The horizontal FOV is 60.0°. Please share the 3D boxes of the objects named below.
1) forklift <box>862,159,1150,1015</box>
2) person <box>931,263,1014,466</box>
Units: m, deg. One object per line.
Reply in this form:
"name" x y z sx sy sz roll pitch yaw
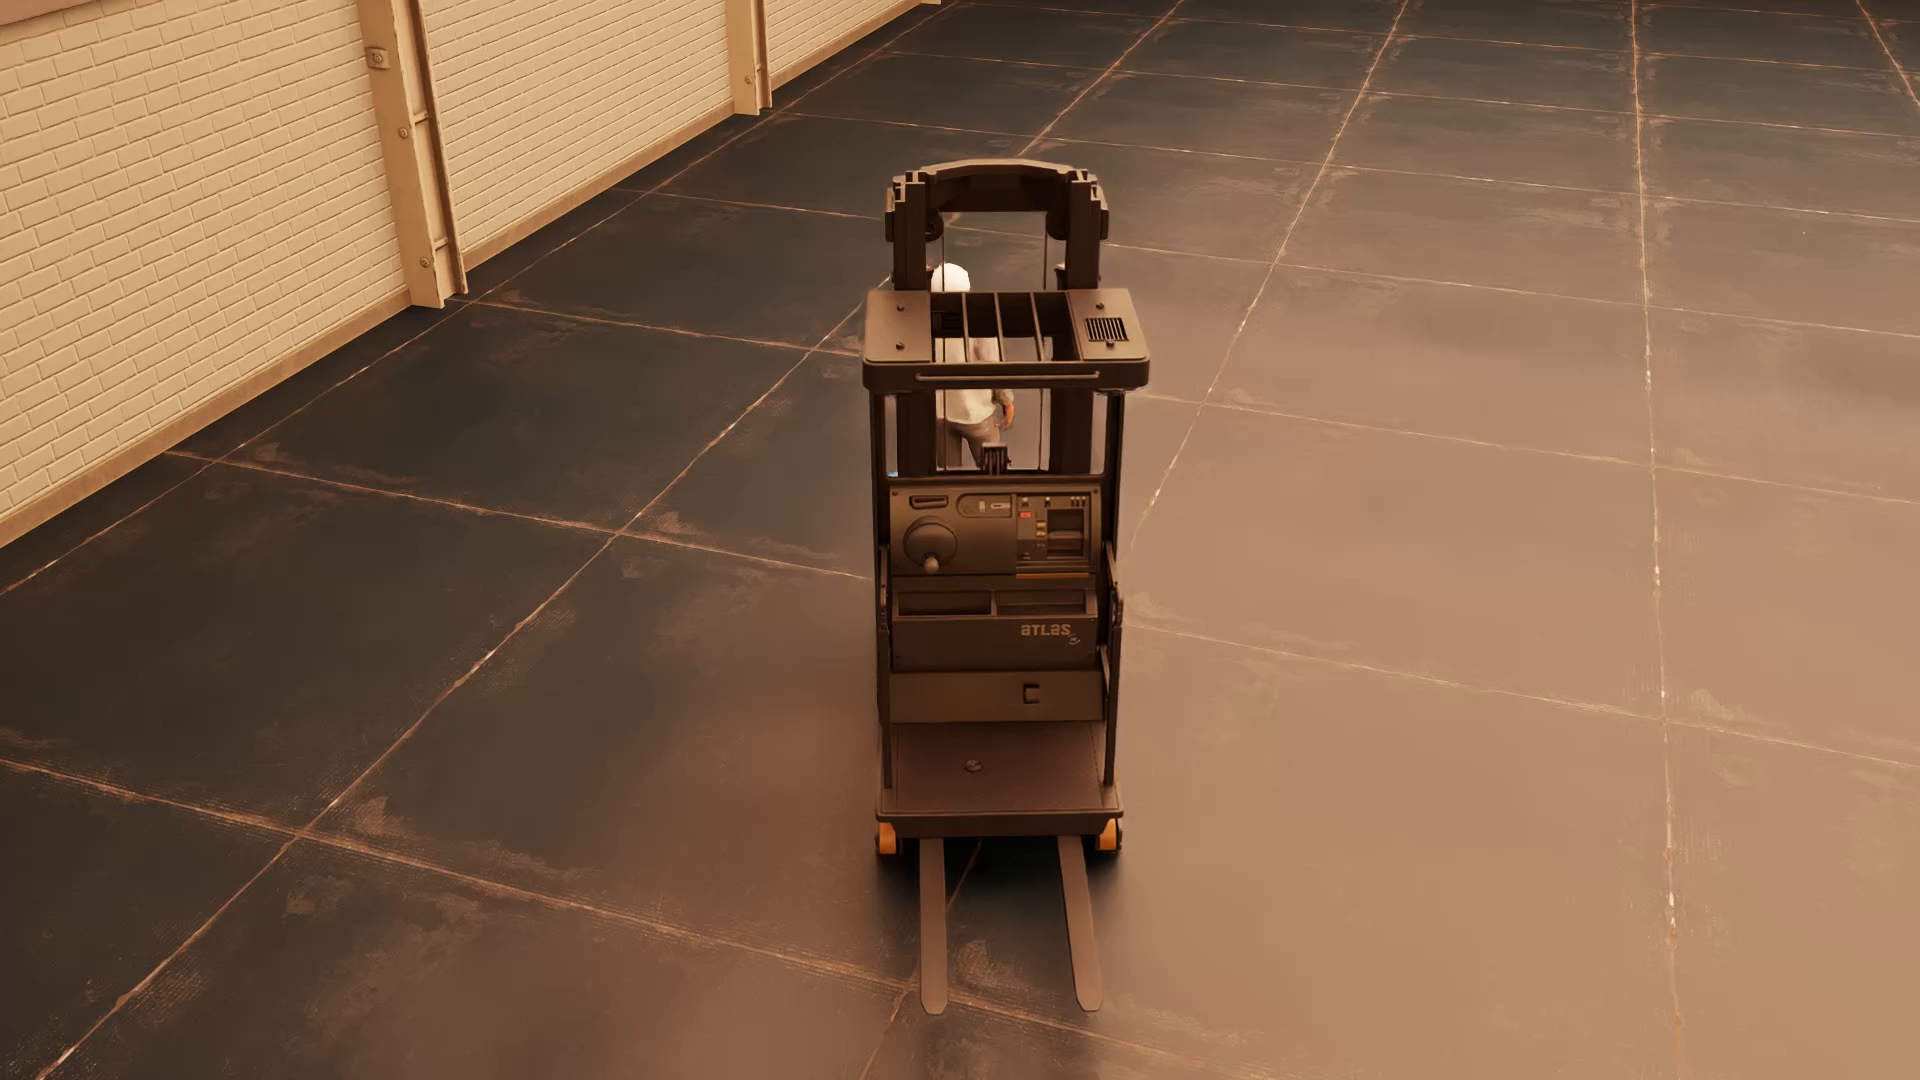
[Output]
"forklift" 0.164 0.000 7.136 1.130 2.935 3.031 -1 30 -1
"person" 0.028 -0.805 9.702 0.632 1.773 0.568 10 31 16
